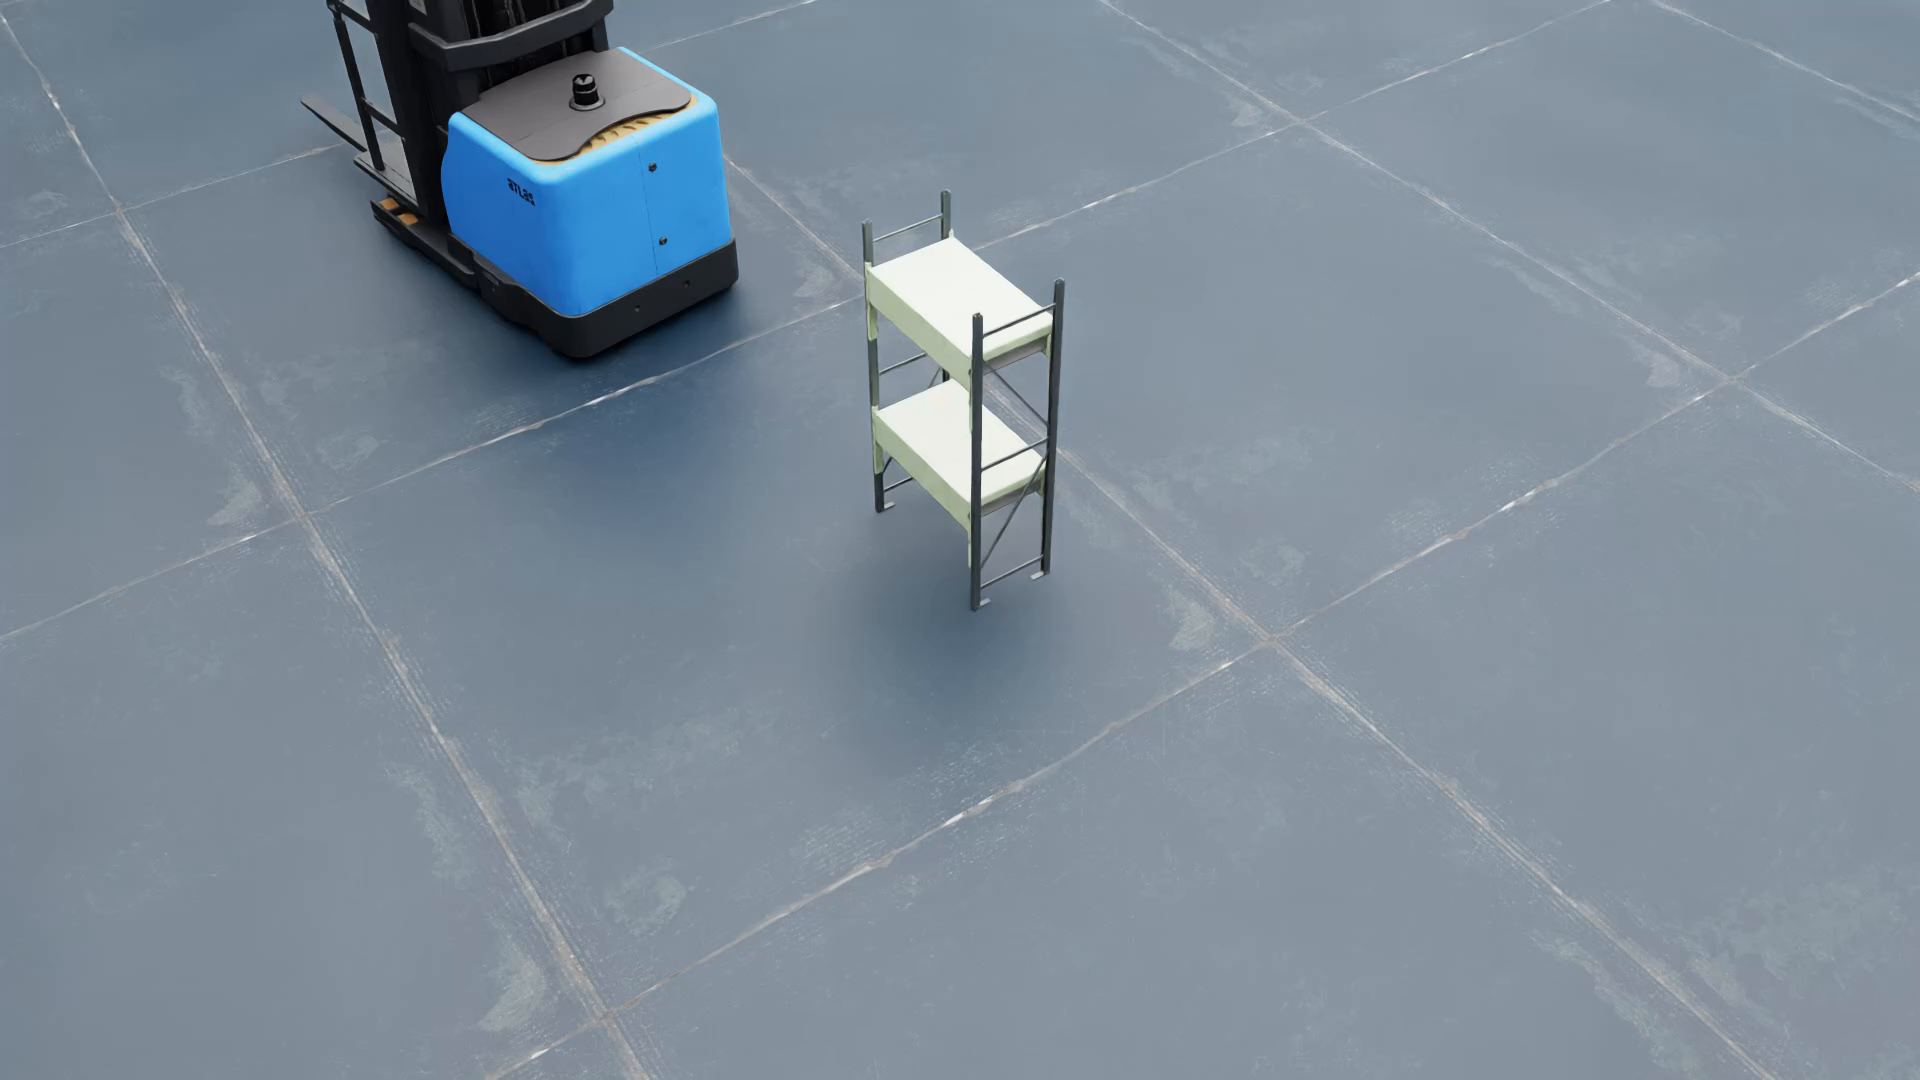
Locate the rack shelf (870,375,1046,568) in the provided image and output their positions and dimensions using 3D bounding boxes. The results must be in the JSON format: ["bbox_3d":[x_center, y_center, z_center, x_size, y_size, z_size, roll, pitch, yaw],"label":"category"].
[{"bbox_3d":[0.004,-0.303,6.944,0.431,0.370,0.720,-26,49,-24],"label":"rack shelf"}]

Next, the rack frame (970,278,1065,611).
[{"bbox_3d":[0.213,-0.331,6.502,0.400,1.500,0.023,-26,49,-24],"label":"rack frame"}]

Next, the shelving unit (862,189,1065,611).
[{"bbox_3d":[0.004,-0.539,6.719,0.431,1.500,0.755,-26,49,-24],"label":"shelving unit"}]

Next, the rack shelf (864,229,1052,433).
[{"bbox_3d":[0.004,-0.821,6.450,0.431,0.370,0.720,-26,49,-24],"label":"rack shelf"}]

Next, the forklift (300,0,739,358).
[{"bbox_3d":[-2.521,-2.864,8.118,1.130,2.935,3.031,-34,53,-30],"label":"forklift"}]

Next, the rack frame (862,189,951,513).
[{"bbox_3d":[-0.206,-0.746,6.936,0.400,1.500,0.023,-26,49,-24],"label":"rack frame"}]
